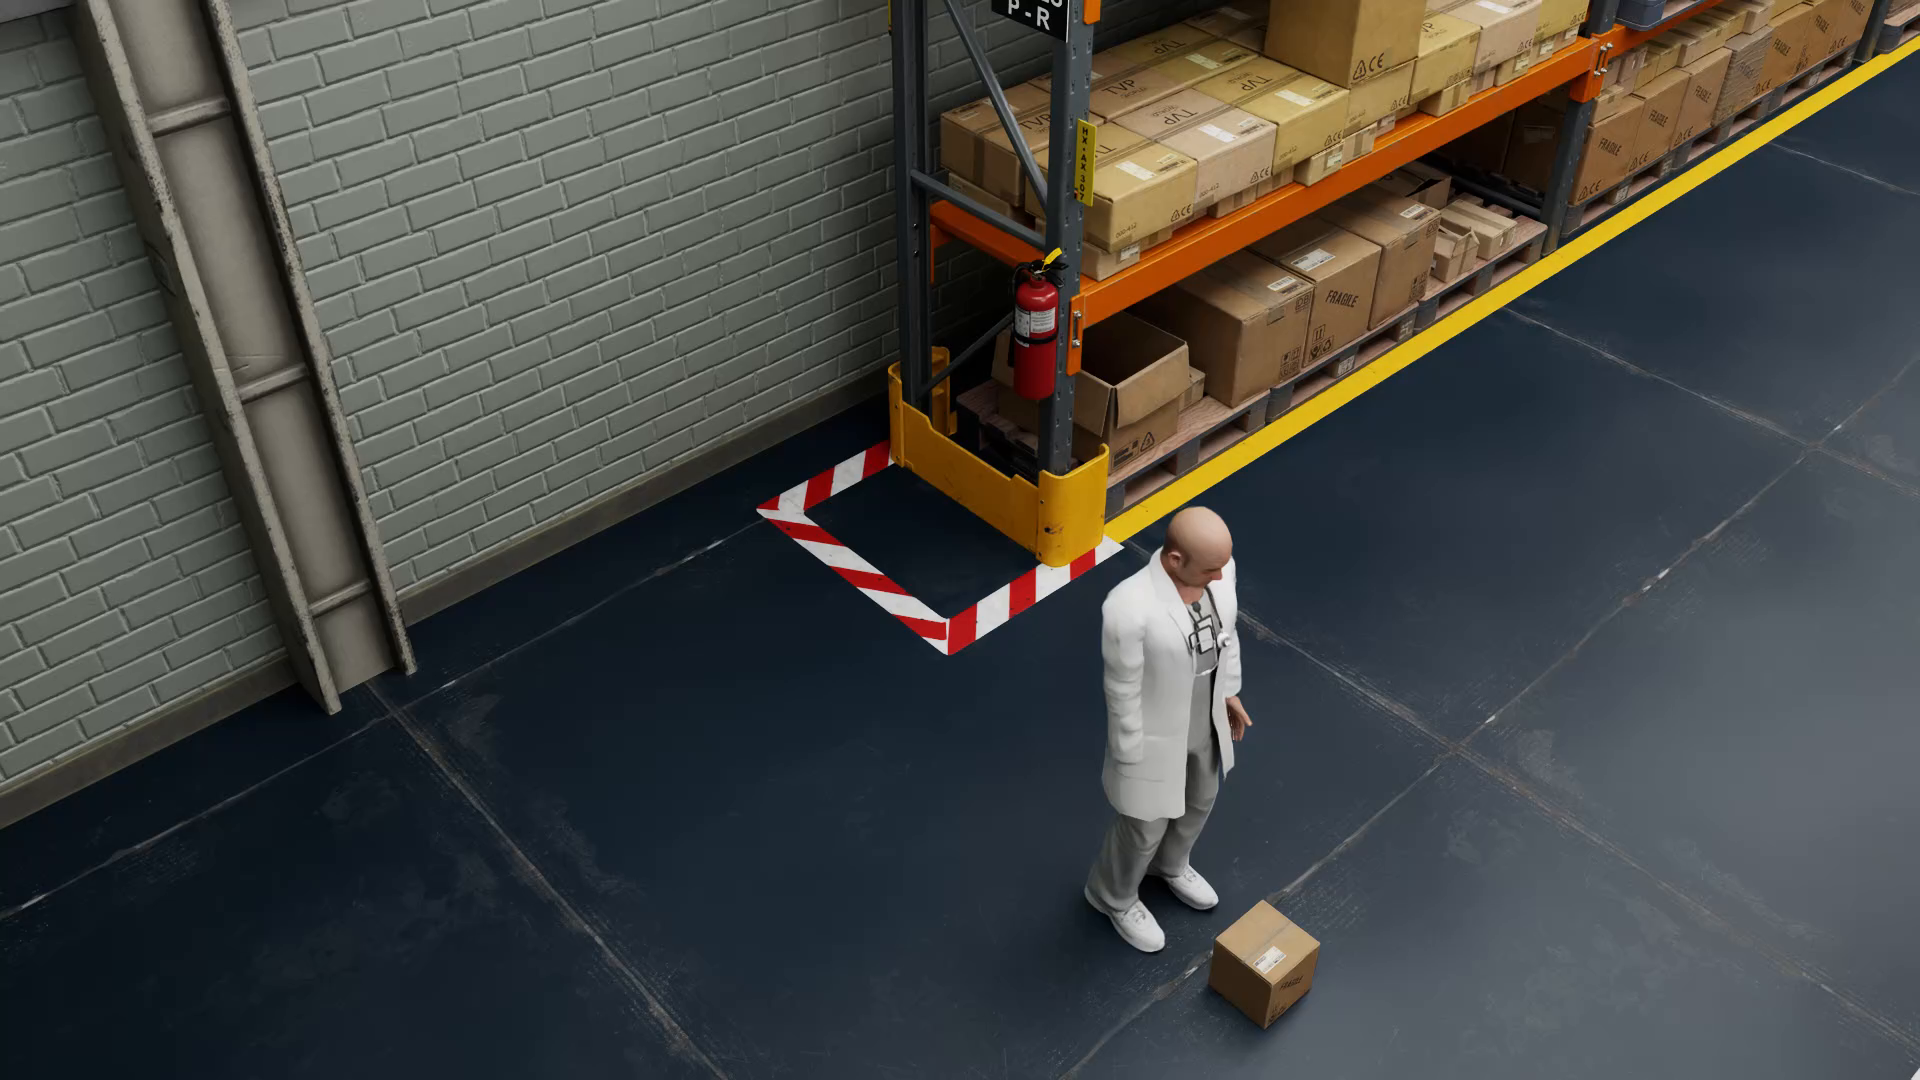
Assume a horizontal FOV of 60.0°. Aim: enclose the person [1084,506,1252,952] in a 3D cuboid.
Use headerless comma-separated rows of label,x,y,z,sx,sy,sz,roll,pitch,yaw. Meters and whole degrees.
person,0.703,0.605,5.443,0.565,1.772,0.378,-29,47,-31
